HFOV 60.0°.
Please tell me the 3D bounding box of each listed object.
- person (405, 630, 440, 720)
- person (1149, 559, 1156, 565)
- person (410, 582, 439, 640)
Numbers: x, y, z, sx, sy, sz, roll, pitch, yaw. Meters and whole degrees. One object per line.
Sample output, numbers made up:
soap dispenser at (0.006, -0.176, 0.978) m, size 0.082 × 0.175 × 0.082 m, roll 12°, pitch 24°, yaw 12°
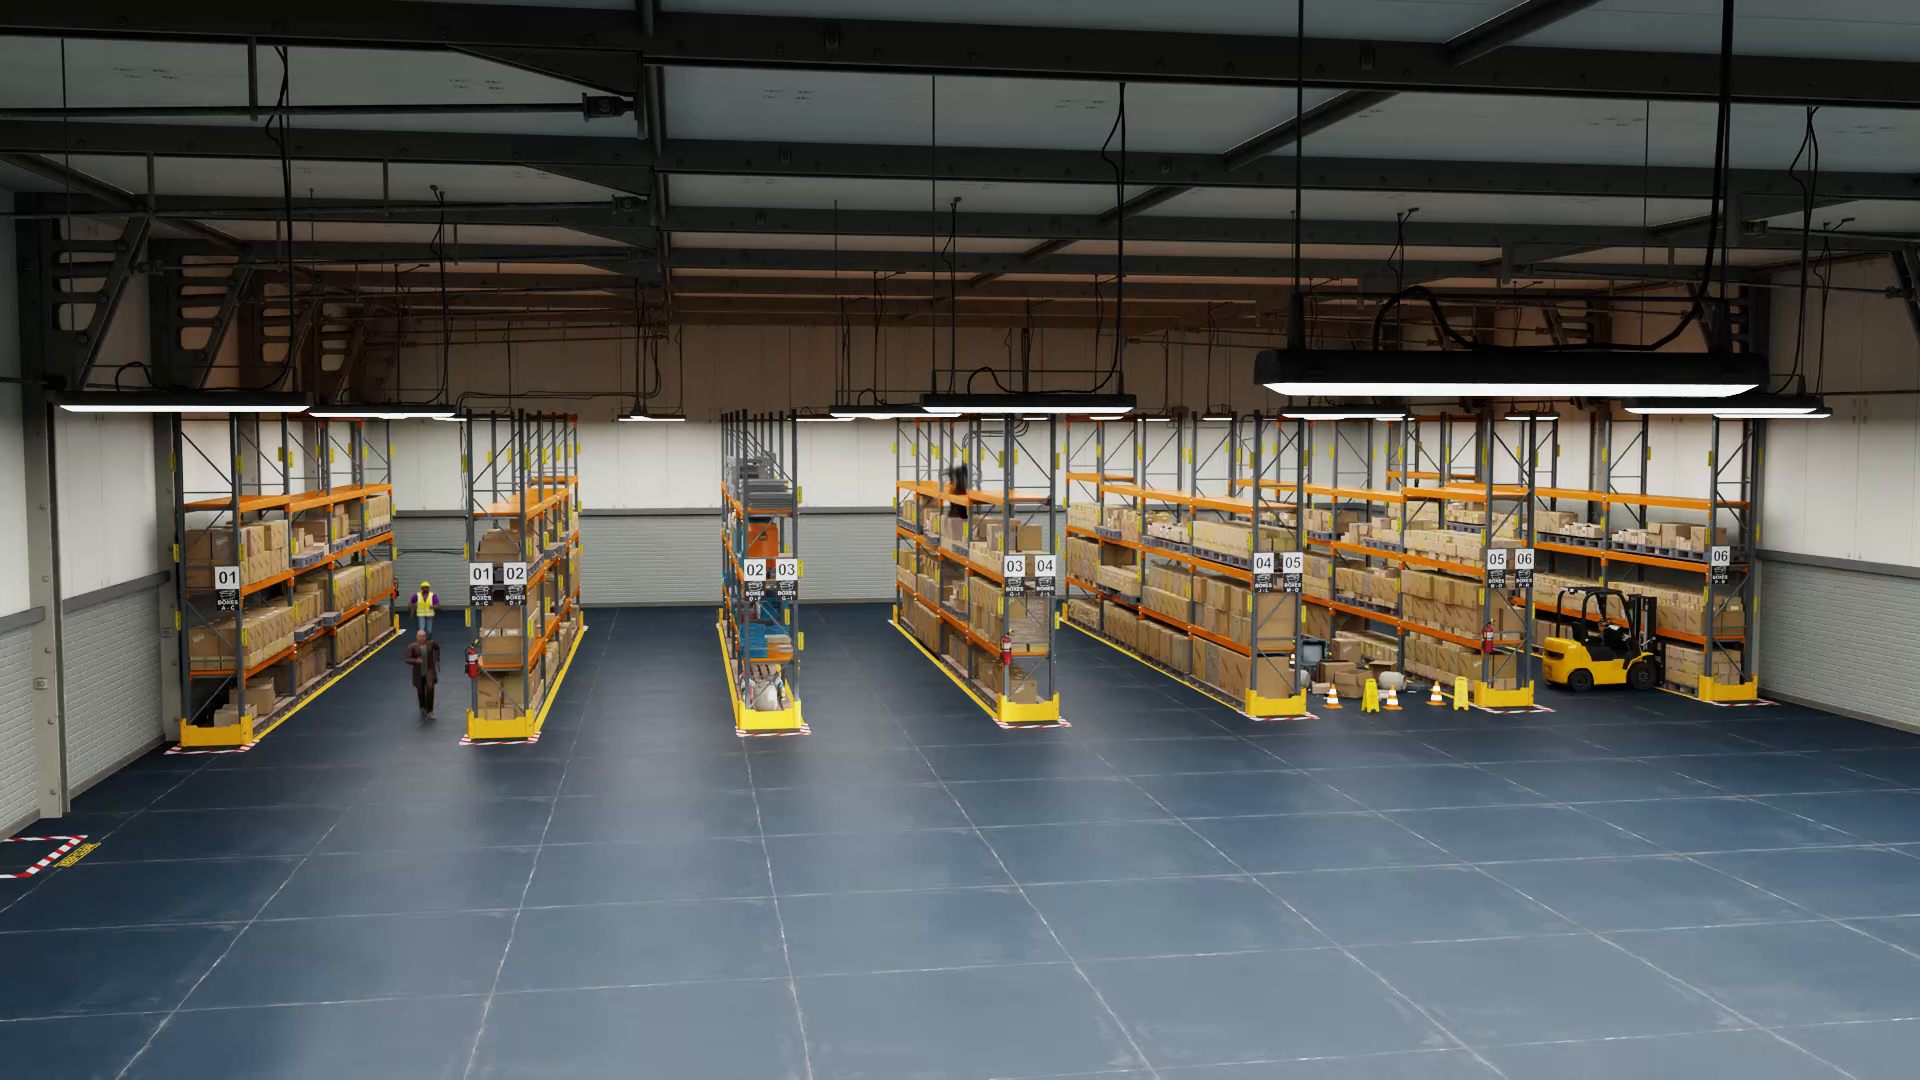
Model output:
person at (-10.426, 2.596, 32.298) m, size 0.626 × 1.719 × 1.055 m, roll -1°, pitch 4°, yaw -15°
person at (5.845, 1.396, 50.123) m, size 0.897 × 1.631 × 0.617 m, roll -1°, pitch 4°, yaw -10°
person at (-13.399, 1.941, 41.648) m, size 0.693 × 1.790 × 0.721 m, roll -1°, pitch 4°, yaw -20°
